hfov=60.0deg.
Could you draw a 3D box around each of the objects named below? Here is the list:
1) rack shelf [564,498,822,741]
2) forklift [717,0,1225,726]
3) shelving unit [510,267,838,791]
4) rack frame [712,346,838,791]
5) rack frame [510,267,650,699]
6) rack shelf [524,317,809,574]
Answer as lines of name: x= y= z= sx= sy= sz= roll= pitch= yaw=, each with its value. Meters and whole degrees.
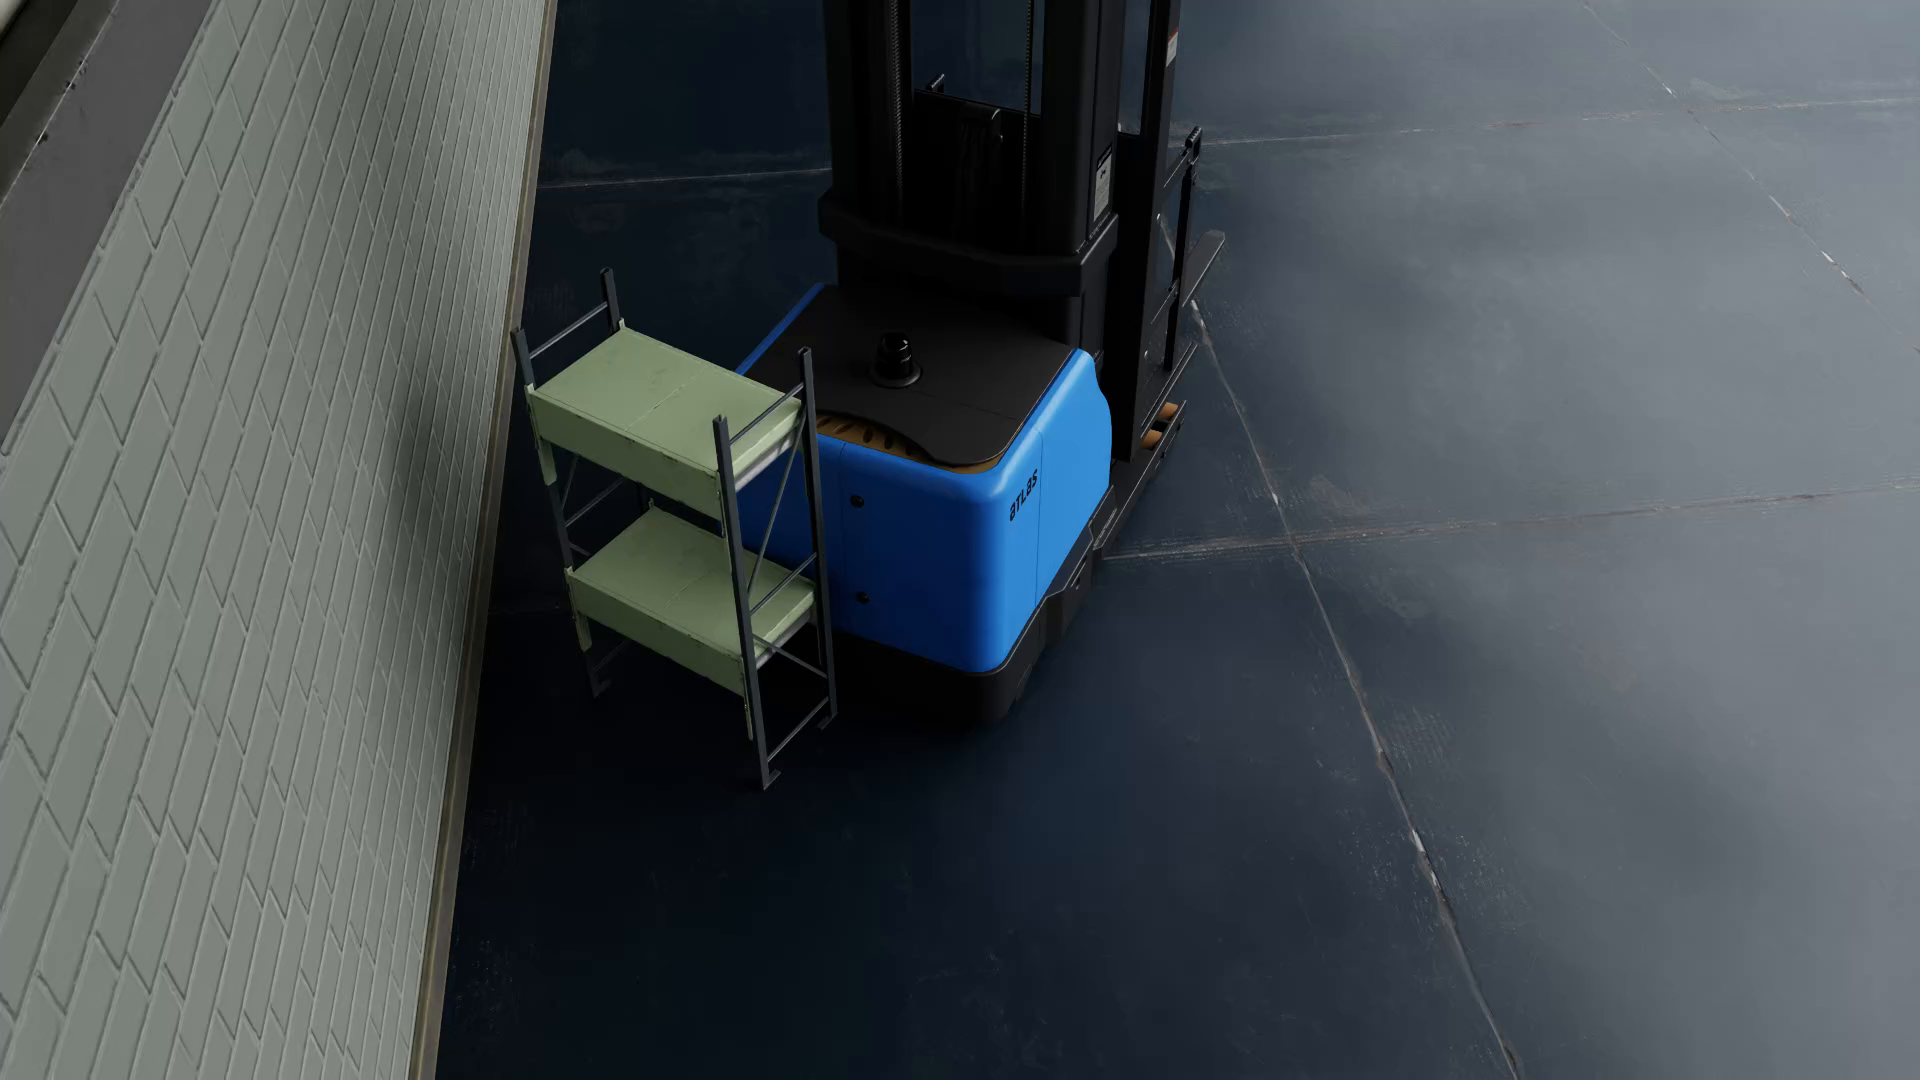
rack shelf: x=-0.837 y=0.244 z=5.347 sx=0.720 sy=0.370 sz=0.431 roll=24 pitch=47 yaw=24
forklift: x=0.256 y=-1.468 z=5.689 sx=1.130 sy=2.935 sz=3.031 roll=17 pitch=45 yaw=18
shelving unit: x=-0.837 y=0.001 z=5.129 sx=0.755 sy=1.500 sz=0.431 roll=24 pitch=47 yaw=24
rack frame: x=-0.531 y=0.136 z=4.979 sx=0.023 sy=1.500 sz=0.400 roll=24 pitch=47 yaw=24
rack frame: x=-1.143 y=-0.133 z=5.278 sx=0.023 sy=1.500 sz=0.400 roll=24 pitch=47 yaw=24
rack shelf: x=-0.837 y=-0.288 z=4.867 sx=0.720 sy=0.370 sz=0.431 roll=24 pitch=47 yaw=24
